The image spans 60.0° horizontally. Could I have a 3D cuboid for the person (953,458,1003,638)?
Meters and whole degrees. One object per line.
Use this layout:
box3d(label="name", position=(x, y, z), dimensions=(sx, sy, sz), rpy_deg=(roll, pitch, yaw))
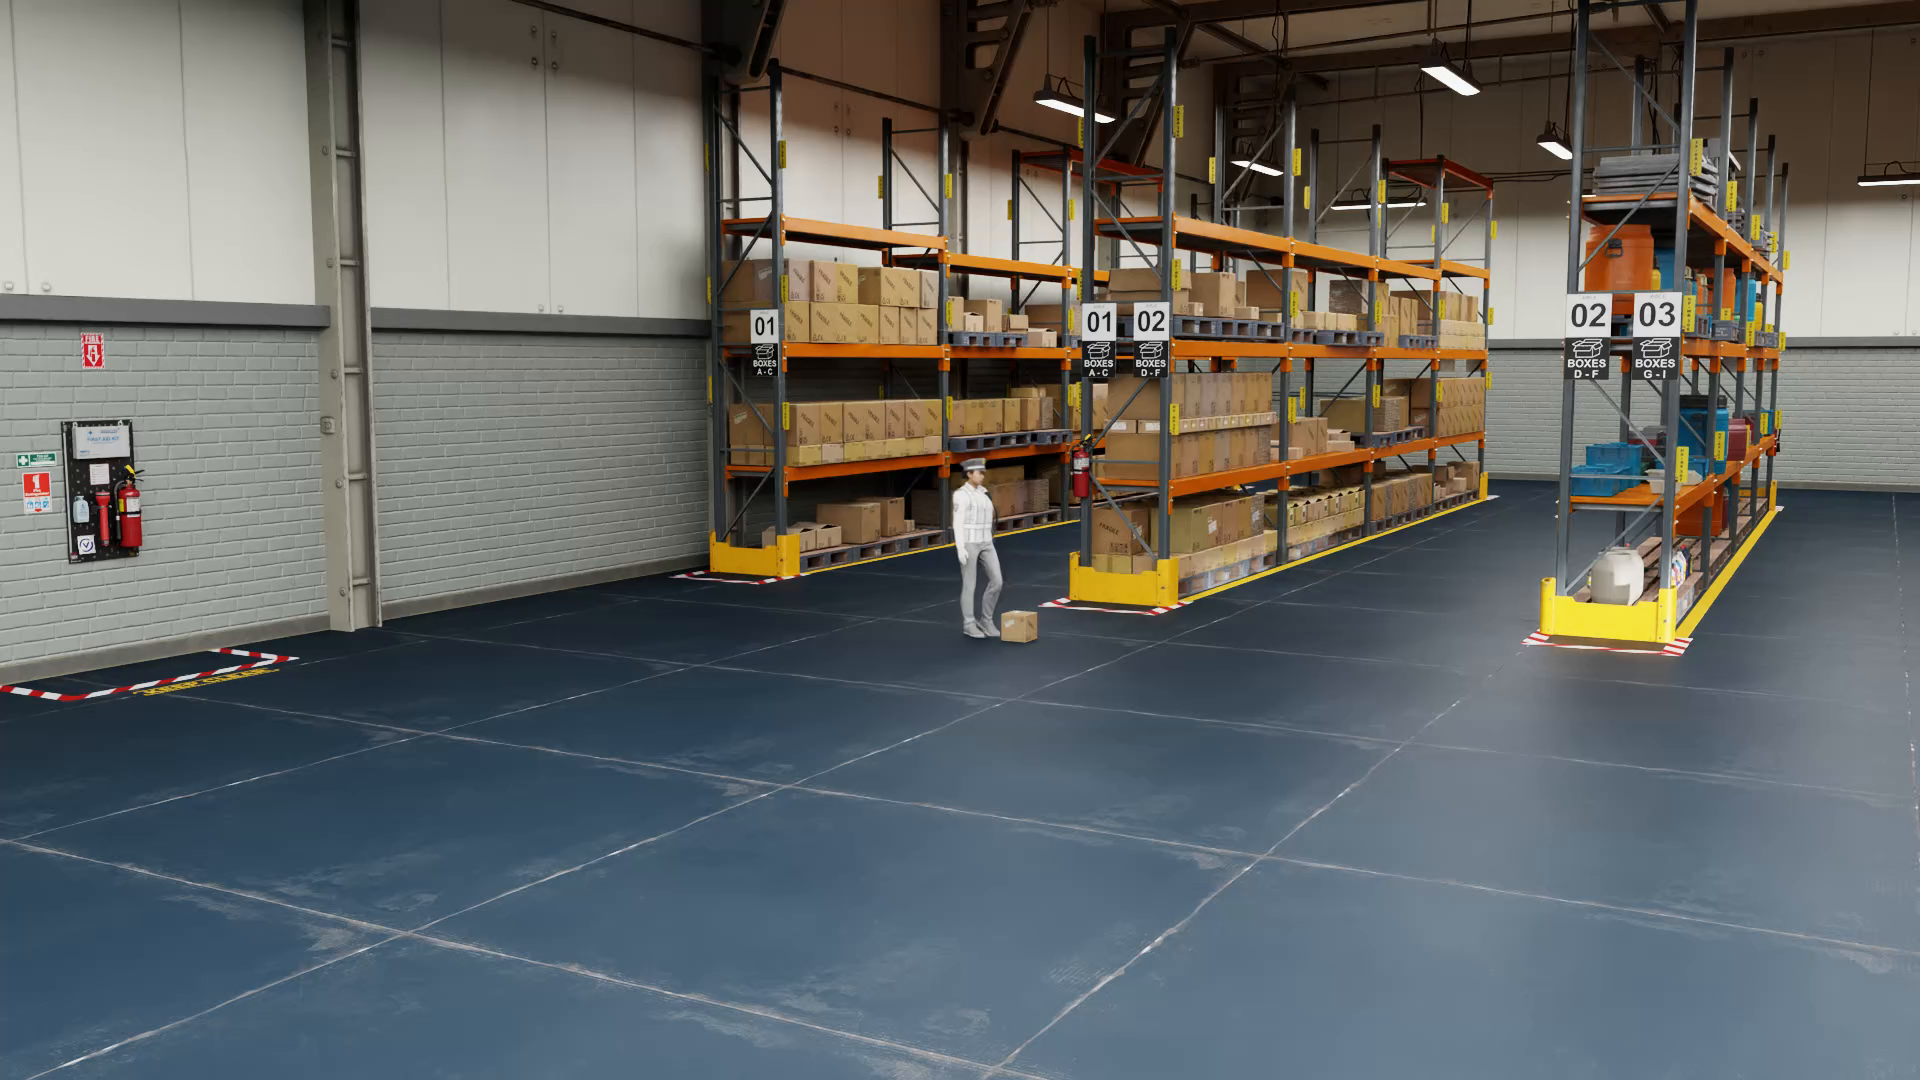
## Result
box3d(label="person", position=(0.148, 0.083, 15.595), dimensions=(0.520, 1.710, 0.381), rpy_deg=(-6, 8, -43))
